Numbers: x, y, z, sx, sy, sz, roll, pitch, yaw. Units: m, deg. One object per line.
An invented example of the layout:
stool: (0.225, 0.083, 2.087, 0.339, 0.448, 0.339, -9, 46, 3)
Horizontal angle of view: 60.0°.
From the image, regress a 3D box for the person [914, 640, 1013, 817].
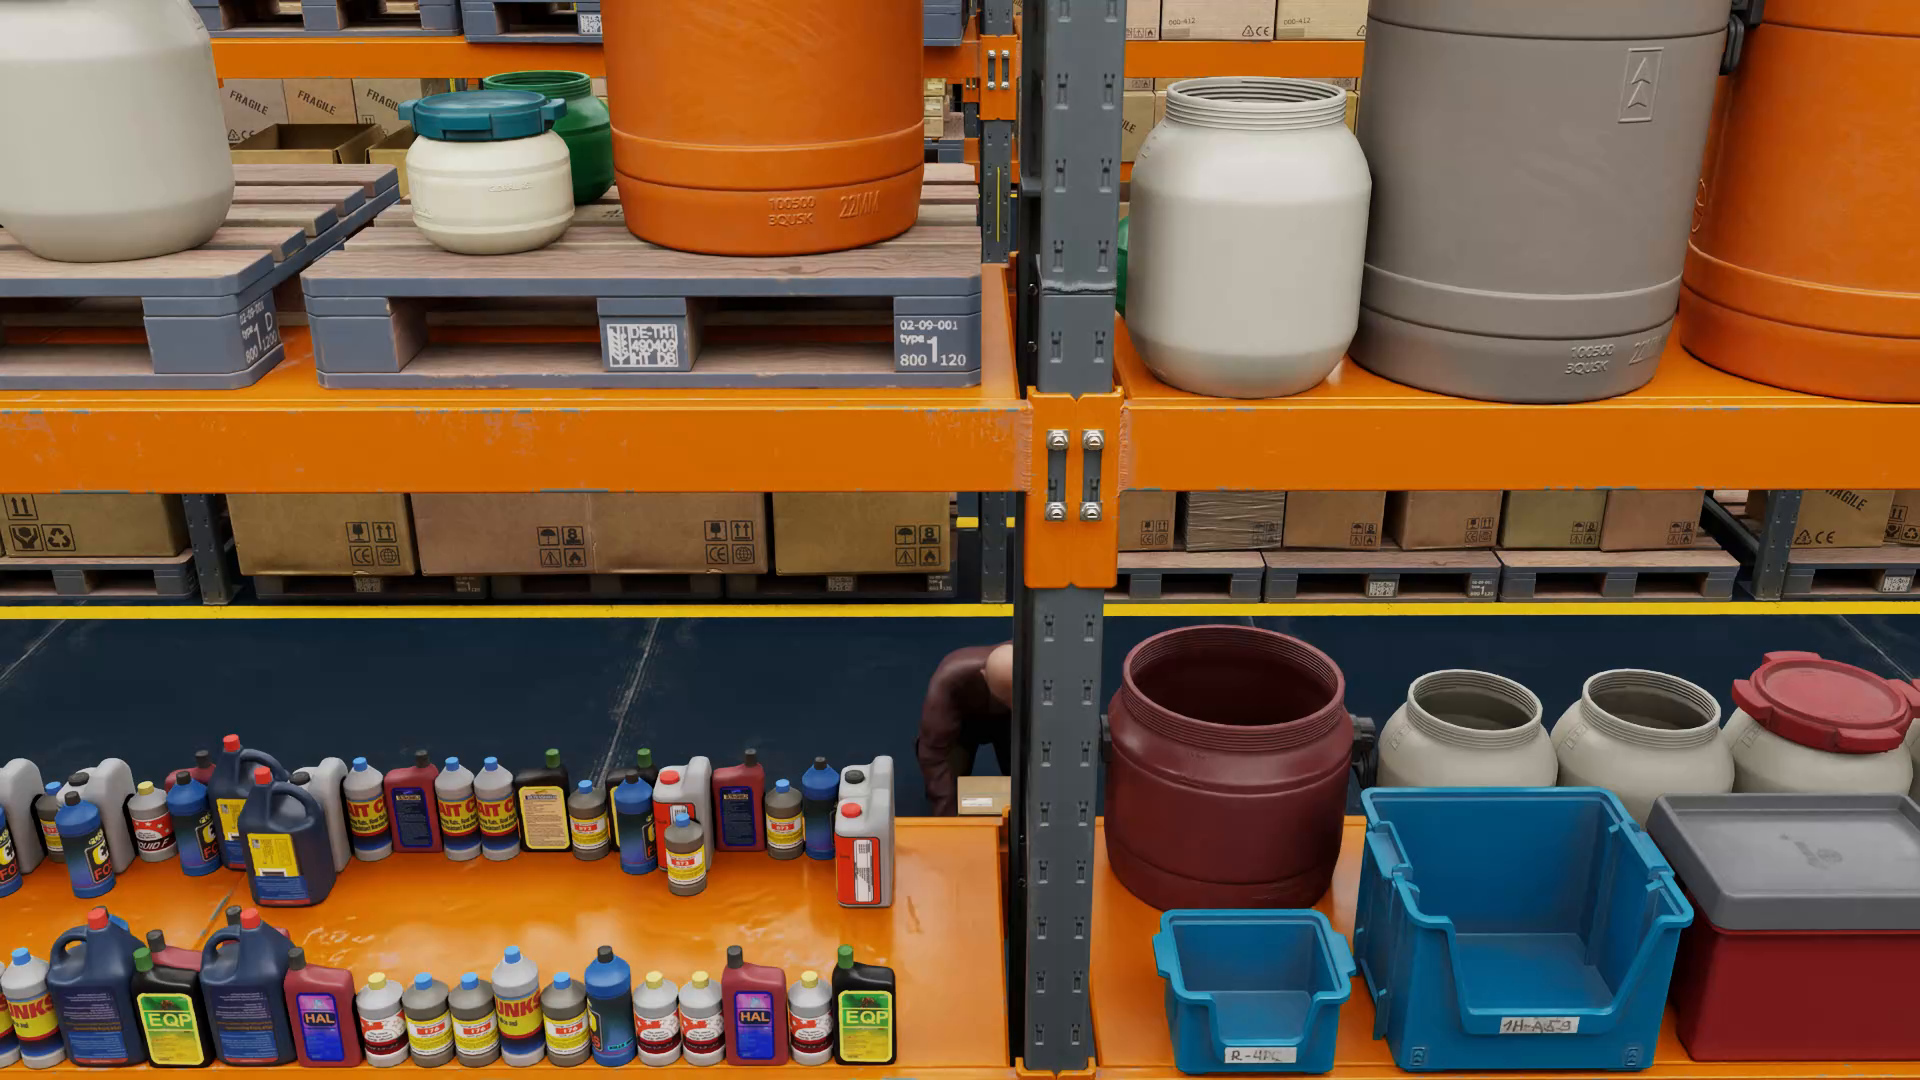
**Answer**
person: (0.122, 0.746, 6.403, 0.605, 0.995, 0.906, 0, 24, 0)
